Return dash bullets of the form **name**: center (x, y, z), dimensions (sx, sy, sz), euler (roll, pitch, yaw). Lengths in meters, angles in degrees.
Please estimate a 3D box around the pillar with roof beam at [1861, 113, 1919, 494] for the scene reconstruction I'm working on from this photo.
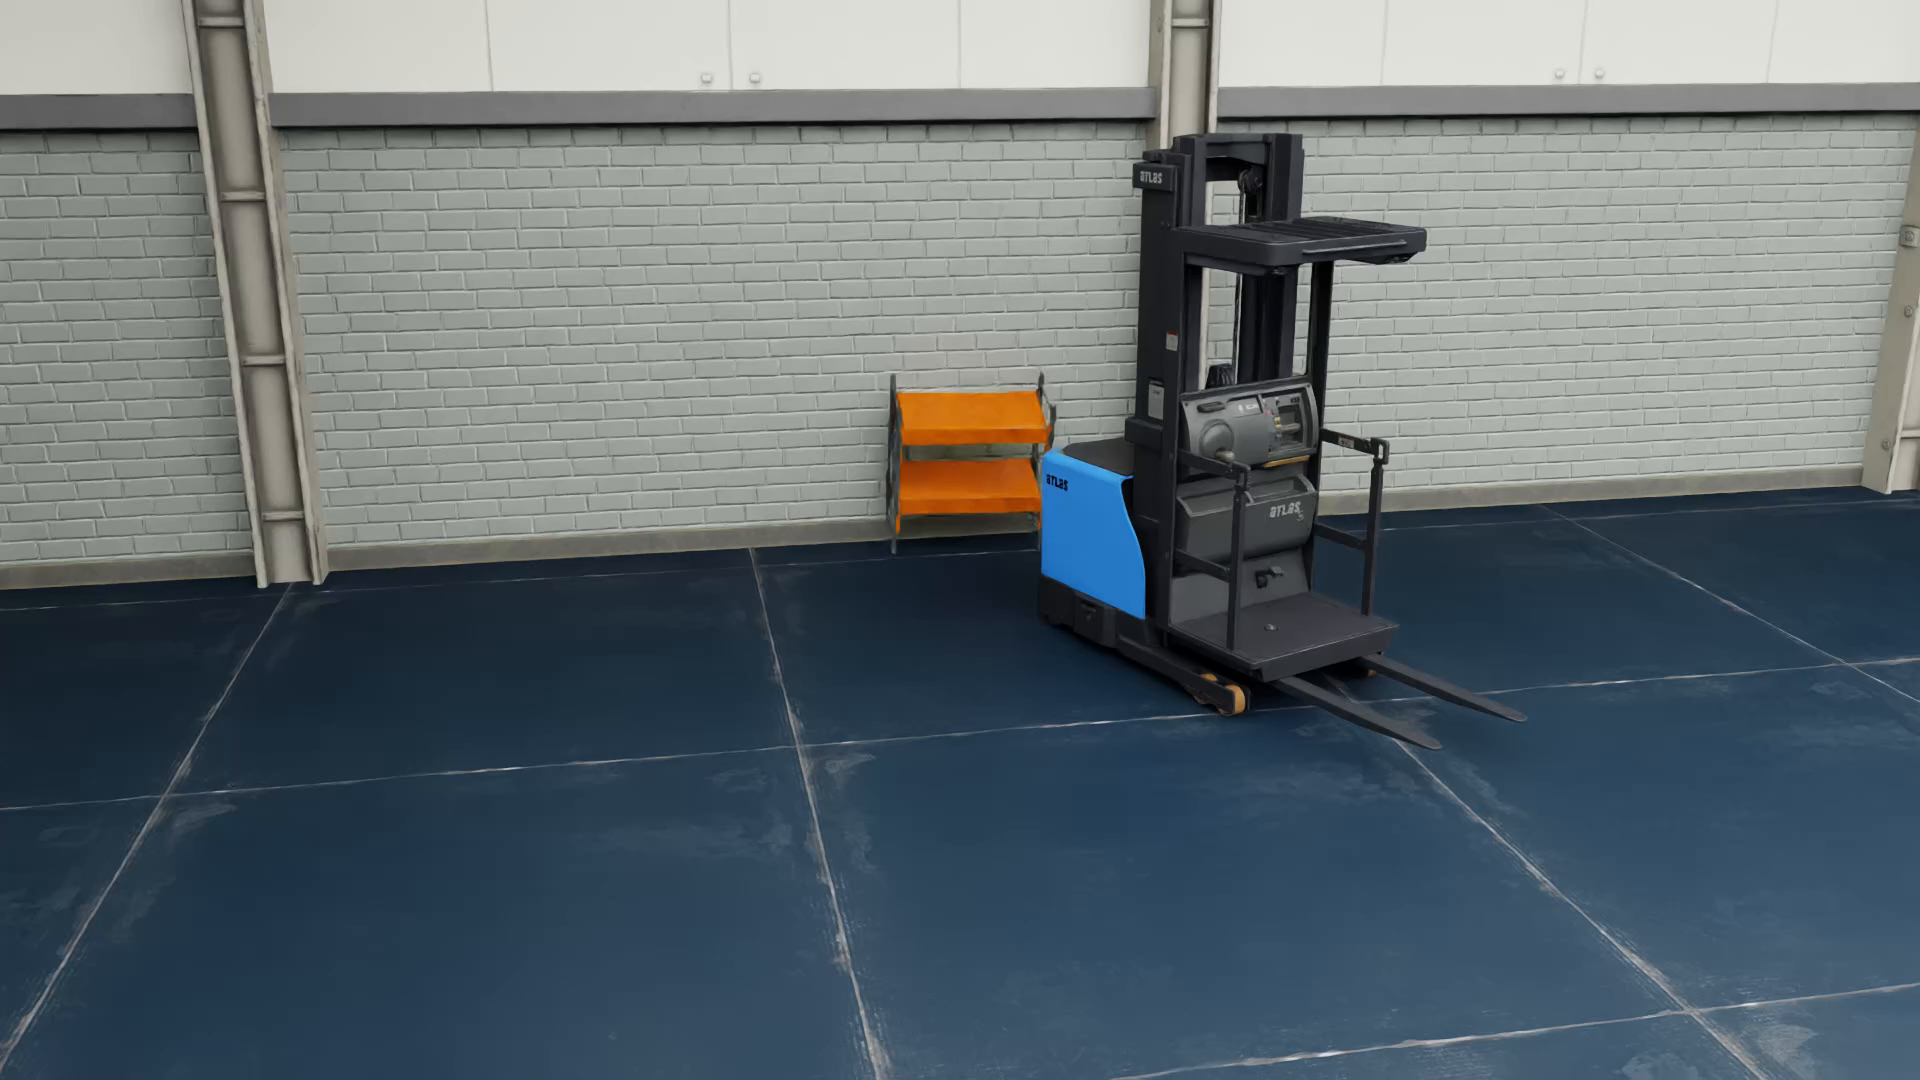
- **pillar with roof beam**: center (8.203, -3.473, 7.794), dimensions (0.400, 9.000, 9.100), euler (-3, 17, -10)

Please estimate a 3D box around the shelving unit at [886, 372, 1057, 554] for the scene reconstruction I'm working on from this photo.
- **shelving unit**: center (0.053, -0.523, 11.352), dimensions (1.048, 1.125, 0.538), euler (-1, 33, -8)

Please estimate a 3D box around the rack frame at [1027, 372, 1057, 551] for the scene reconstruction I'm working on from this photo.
- **rack frame**: center (0.557, -0.535, 11.422), dimensions (0.032, 1.125, 0.500), euler (-1, 33, -8)

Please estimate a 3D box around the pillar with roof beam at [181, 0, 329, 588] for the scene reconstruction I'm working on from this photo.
- **pillar with roof beam**: center (-3.579, -2.805, 5.618), dimensions (0.400, 9.000, 9.100), euler (-3, 17, -10)

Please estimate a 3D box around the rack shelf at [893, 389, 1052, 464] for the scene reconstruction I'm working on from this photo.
- **rack shelf**: center (0.070, -0.769, 11.193), dimensions (1.000, 0.278, 0.538), euler (-1, 33, -8)

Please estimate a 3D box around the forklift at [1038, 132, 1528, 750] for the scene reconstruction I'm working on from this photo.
- **forklift**: center (1.698, -0.628, 8.863), dimensions (1.130, 2.935, 3.031), euler (-11, 20, -31)

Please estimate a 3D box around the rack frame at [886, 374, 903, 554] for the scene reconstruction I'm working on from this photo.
- **rack frame**: center (-0.450, -0.512, 11.282), dimensions (0.032, 1.125, 0.500), euler (-1, 33, -8)

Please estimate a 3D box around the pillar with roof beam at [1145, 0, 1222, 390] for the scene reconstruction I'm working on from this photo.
- **pillar with roof beam**: center (2.312, -3.139, 6.706), dimensions (0.400, 9.000, 9.100), euler (-3, 17, -10)

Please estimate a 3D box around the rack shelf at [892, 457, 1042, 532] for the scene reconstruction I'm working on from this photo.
- **rack shelf**: center (0.040, -0.319, 11.485), dimensions (1.000, 0.278, 0.538), euler (-1, 33, -8)
